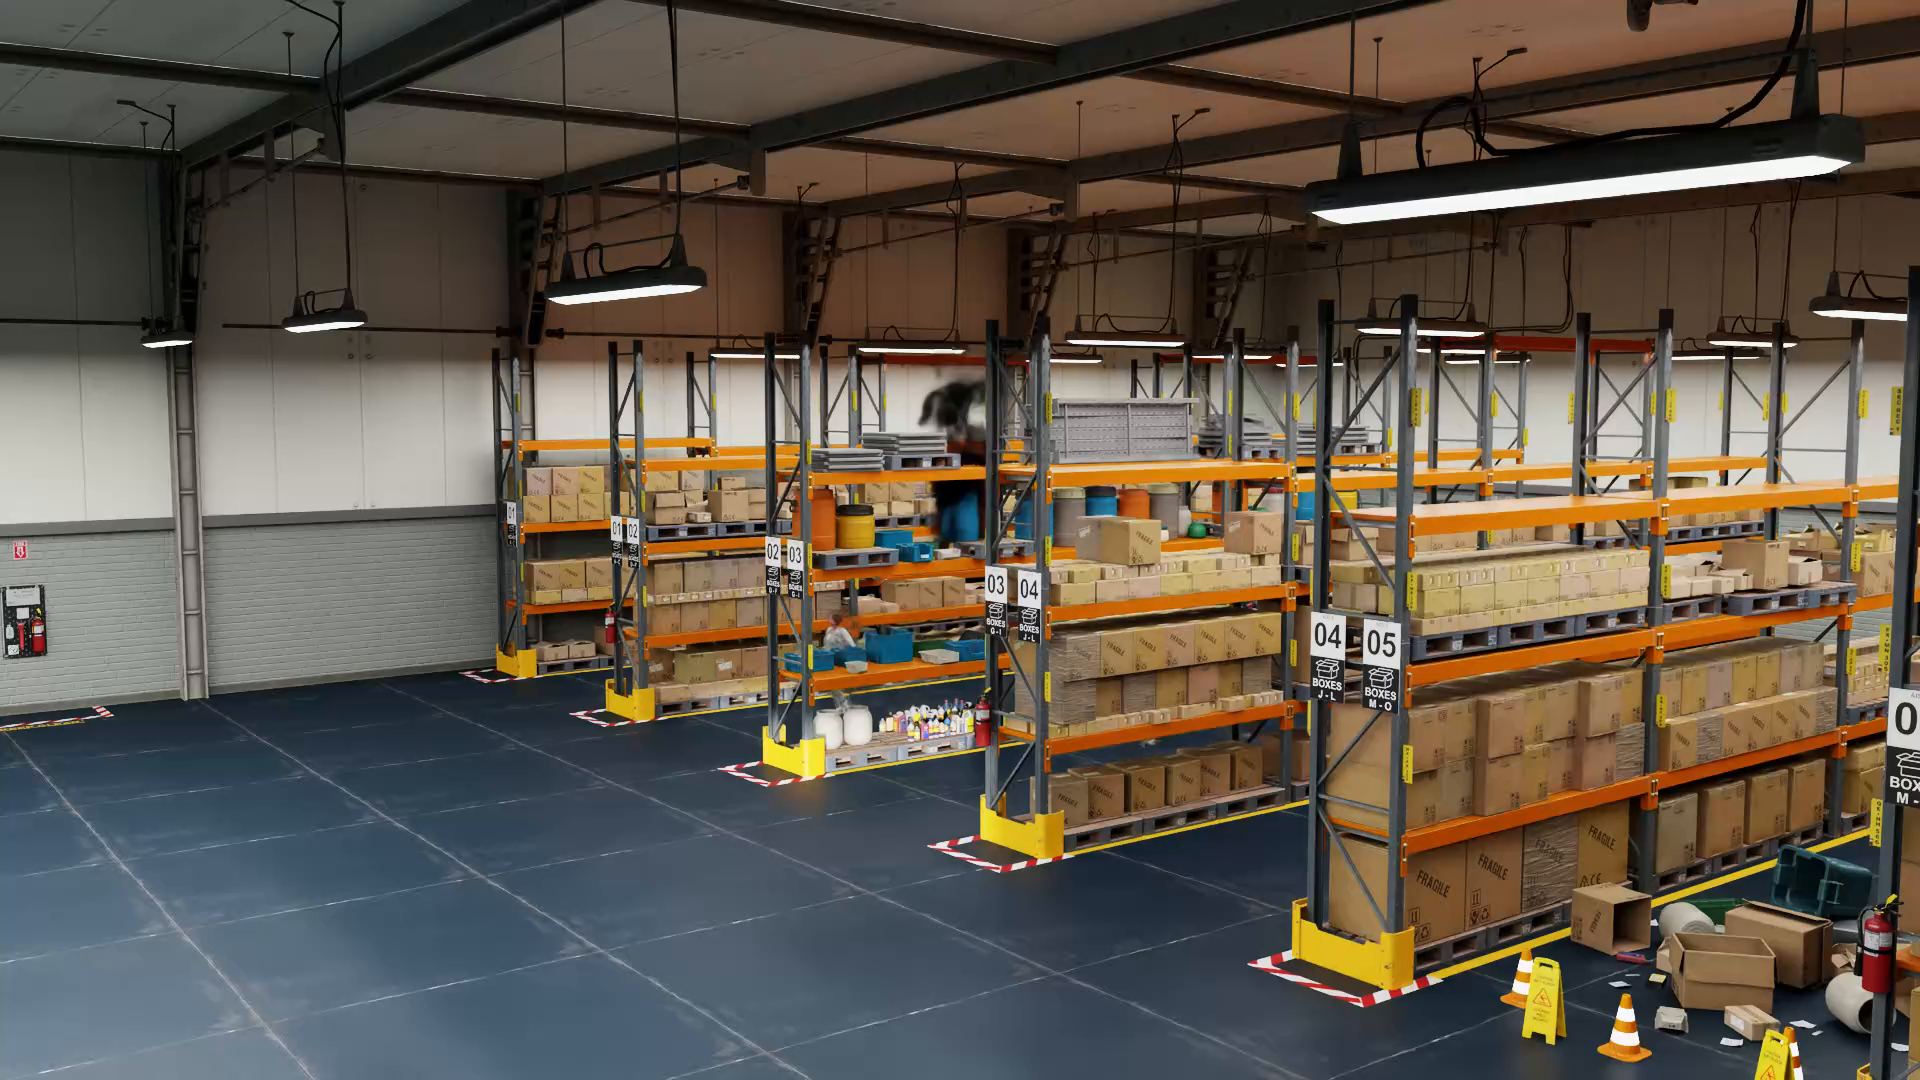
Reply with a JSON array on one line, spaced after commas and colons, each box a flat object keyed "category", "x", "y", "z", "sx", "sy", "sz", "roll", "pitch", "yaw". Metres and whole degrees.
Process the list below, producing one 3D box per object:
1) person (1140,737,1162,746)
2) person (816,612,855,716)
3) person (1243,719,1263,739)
[{"category": "person", "x": 2.584, "y": 2.033, "z": 22.974, "sx": 0.560, "sy": 1.669, "sz": 0.610, "roll": 4, "pitch": 7, "yaw": 40}, {"category": "person", "x": -1.934, "y": 1.881, "z": 25.170, "sx": 0.543, "sy": 1.587, "sz": 0.524, "roll": -4, "pitch": 7, "yaw": -41}, {"category": "person", "x": 4.150, "y": 2.033, "z": 23.467, "sx": 0.630, "sy": 1.592, "sz": 0.672, "roll": -4, "pitch": 7, "yaw": -40}]
